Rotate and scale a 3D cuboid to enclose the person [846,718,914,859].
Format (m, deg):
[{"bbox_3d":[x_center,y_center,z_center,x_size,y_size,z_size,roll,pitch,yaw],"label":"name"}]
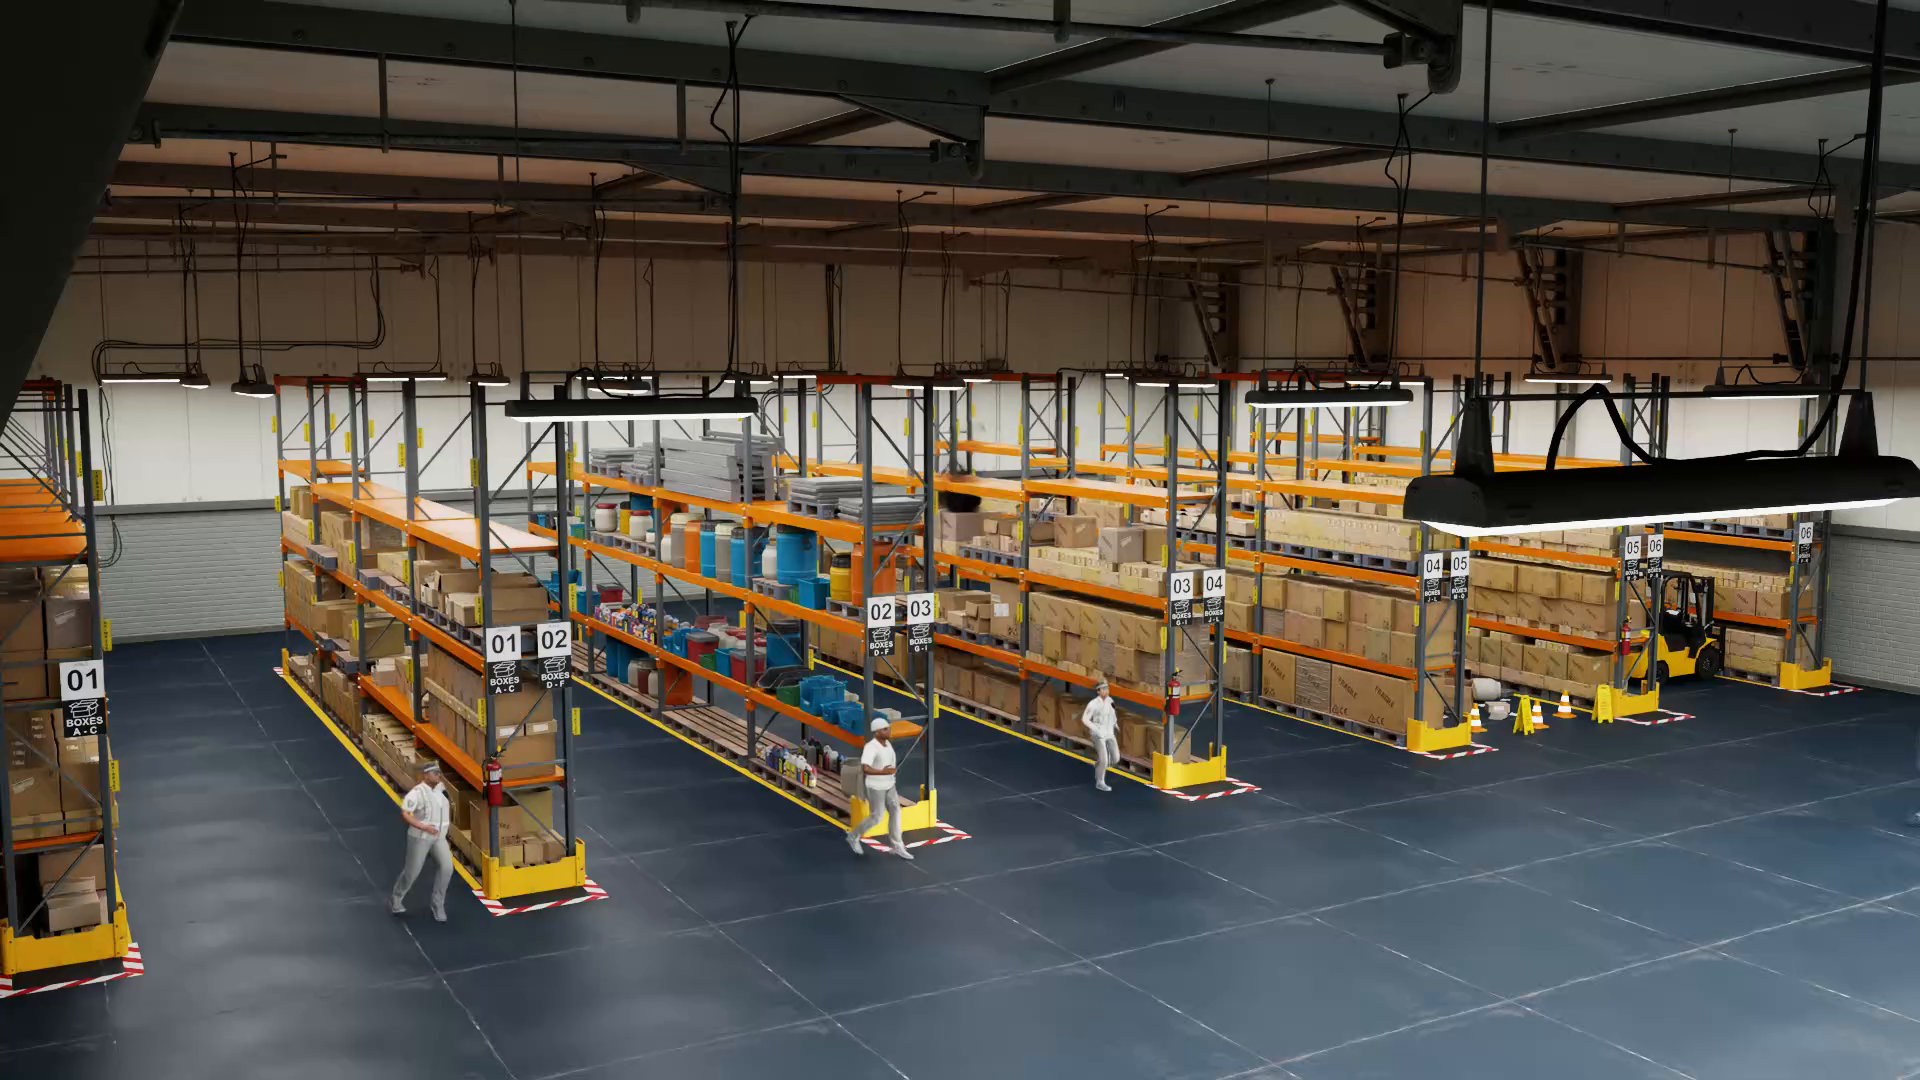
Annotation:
[{"bbox_3d":[-1.006,3.142,21.061,0.881,1.786,0.709,3,7,26],"label":"person"}]

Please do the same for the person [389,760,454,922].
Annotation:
[{"bbox_3d":[-6.066,3.405,18.969,0.767,1.815,0.737,4,8,34],"label":"person"}]

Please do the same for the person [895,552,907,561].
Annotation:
[{"bbox_3d":[-1.532,1.021,40.703,0.665,1.710,0.891,3,7,29],"label":"person"}]

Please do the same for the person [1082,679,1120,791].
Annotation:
[{"bbox_3d":[2.085,2.846,24.372,0.632,1.655,0.509,-4,8,-34],"label":"person"}]
